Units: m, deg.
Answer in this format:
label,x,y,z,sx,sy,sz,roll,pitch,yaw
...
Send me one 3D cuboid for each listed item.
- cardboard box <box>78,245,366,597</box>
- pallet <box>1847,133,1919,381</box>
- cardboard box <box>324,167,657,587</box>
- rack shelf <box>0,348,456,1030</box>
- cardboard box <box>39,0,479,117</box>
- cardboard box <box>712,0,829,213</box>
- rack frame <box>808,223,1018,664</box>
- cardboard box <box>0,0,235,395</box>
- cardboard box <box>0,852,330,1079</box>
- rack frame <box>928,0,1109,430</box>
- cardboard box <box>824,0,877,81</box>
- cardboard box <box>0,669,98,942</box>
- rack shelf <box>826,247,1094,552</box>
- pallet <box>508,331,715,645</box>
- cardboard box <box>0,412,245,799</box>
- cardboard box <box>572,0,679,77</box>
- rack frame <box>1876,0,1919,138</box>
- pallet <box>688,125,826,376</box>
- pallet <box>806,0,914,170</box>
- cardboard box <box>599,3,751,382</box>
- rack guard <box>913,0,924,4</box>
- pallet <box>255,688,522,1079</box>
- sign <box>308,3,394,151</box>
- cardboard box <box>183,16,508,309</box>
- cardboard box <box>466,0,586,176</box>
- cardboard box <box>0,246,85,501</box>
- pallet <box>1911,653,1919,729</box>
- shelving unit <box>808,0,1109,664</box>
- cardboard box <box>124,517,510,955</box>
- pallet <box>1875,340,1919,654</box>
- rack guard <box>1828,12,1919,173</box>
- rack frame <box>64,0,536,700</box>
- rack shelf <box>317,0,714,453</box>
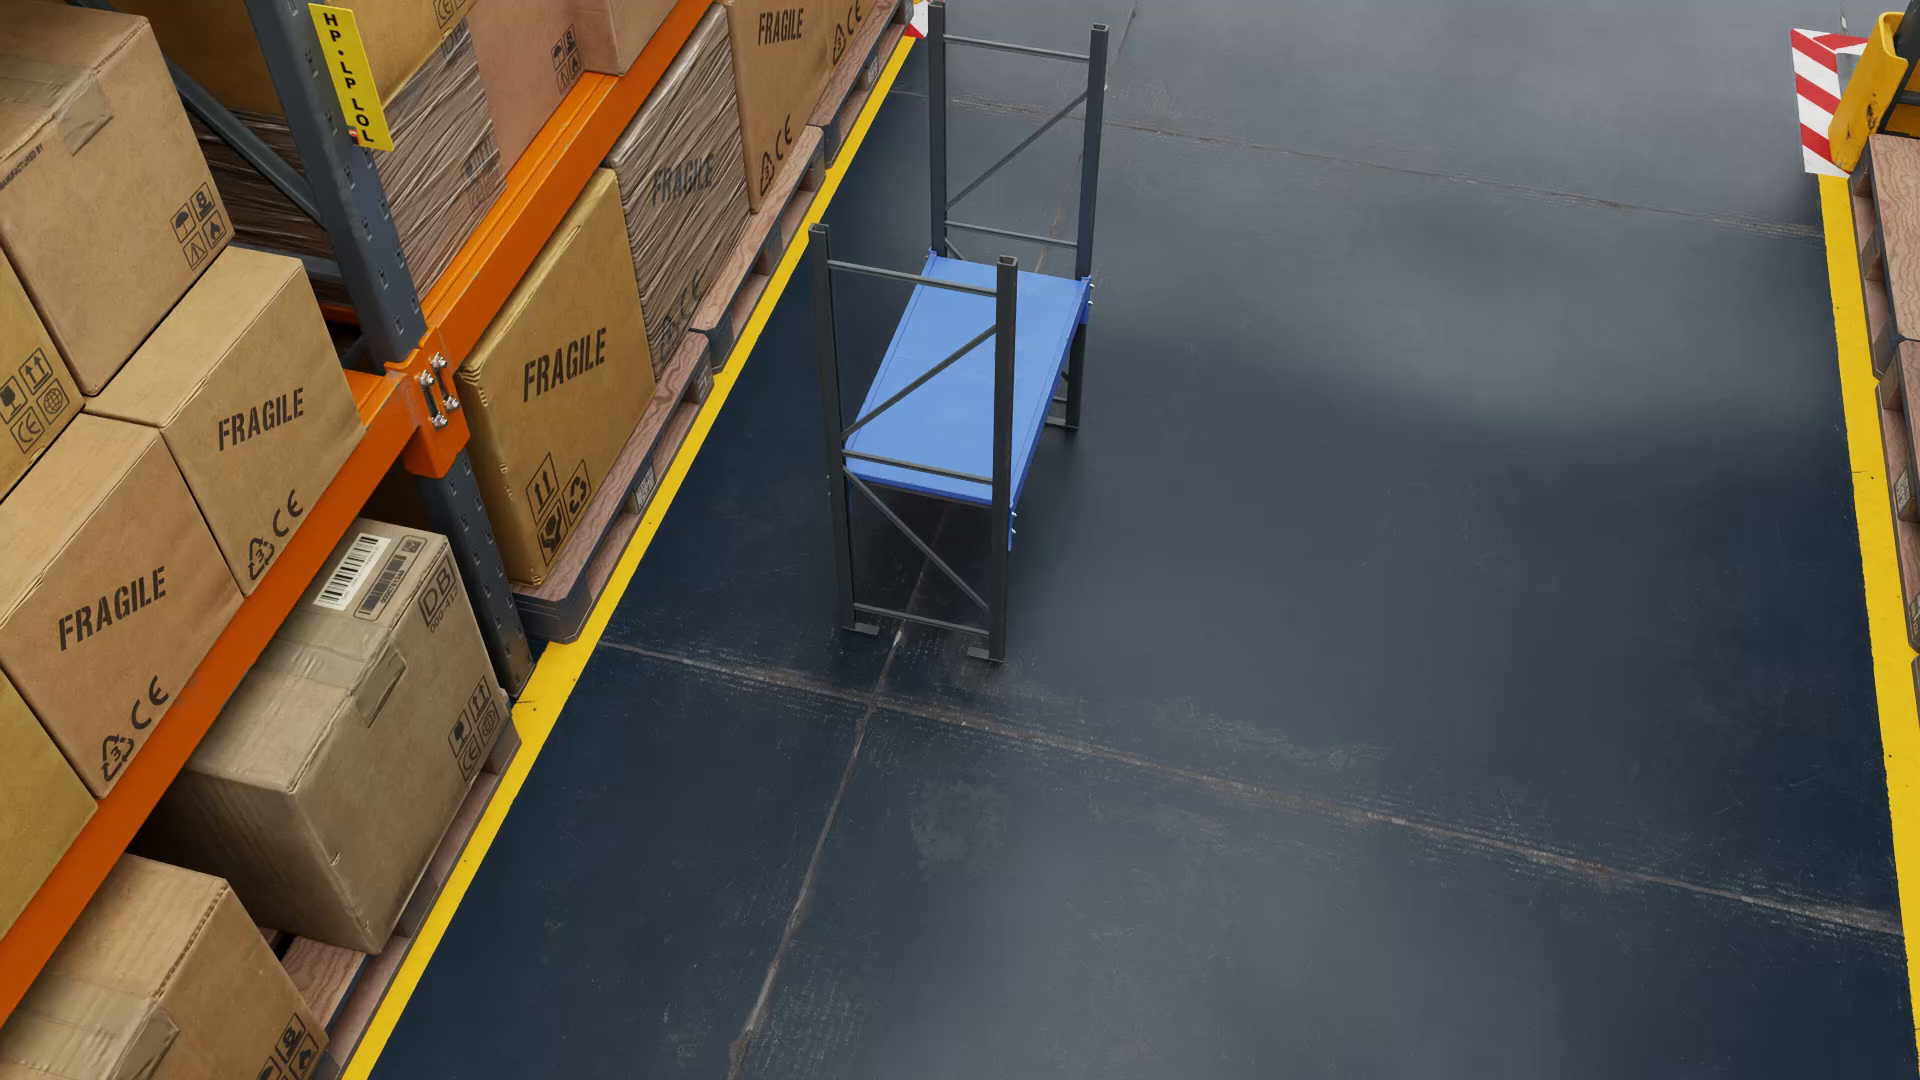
label,x,y,z,sx,sy,sz,roll,pitch,yaw
cardboard box,-1.631,-0.273,3.423,0.500,0.500,0.500,11,50,10
pallet,3.792,-0.953,5.950,1.003,0.211,1.213,12,50,10
cardboard box,-1.519,-0.547,4.869,0.875,0.875,0.875,12,50,11
rack shelf,-2.278,1.015,2.834,1.077,0.370,4.000,12,50,10
cardboard box,-1.622,-1.337,3.609,0.875,0.550,0.550,12,50,10
cardboard box,-1.043,-1.859,6.027,0.875,0.875,0.875,11,49,9
rack frame,-0.111,-0.190,4.418,0.500,1.500,0.032,12,50,10
cardboard box,-1.877,-0.674,3.110,0.700,0.500,0.500,11,49,9
cardboard box,-2.086,1.099,3.500,1.050,0.750,0.750,12,50,10
rack frame,0.156,-0.926,5.067,0.500,1.500,0.032,12,50,10
cardboard box,-0.814,-2.496,6.589,0.875,0.875,0.875,12,50,10
cardboard box,-1.897,0.458,2.778,0.500,0.500,0.500,12,50,10
rack shelf,0.022,-0.439,4.877,0.538,0.185,1.000,12,50,10
pallet,-1.476,-0.282,5.358,1.003,0.211,1.213,12,50,10
cardboard box,-1.764,0.093,3.101,0.500,0.500,0.500,11,50,10
cardboard box,-1.288,-1.758,4.701,0.875,0.550,0.550,12,50,10
rack frame,4.059,-2.511,5.466,1.000,3.000,0.127,12,50,10
pallet,-1.157,-1.167,6.139,1.003,0.211,1.213,12,50,10
pallet,-0.834,-2.047,6.916,1.003,0.211,1.213,12,50,10
cardboard box,-1.285,-1.200,5.445,0.875,0.875,0.875,12,50,10
rack guard,-0.693,-2.753,7.347,1.175,0.500,0.348,12,50,10
pallet,-1.882,0.826,4.380,1.003,0.211,1.213,12,50,10
sign,-1.226,-0.927,3.348,0.100,0.325,0.005,12,50,10
cardboard box,-1.666,-0.989,4.022,0.875,0.550,0.550,12,50,10
cardboard box,-1.543,-1.391,4.377,0.875,0.550,0.550,12,50,10
cardboard box,-2.010,-0.301,2.782,0.700,0.500,0.500,11,49,9
pallet,3.149,0.812,4.393,1.003,0.211,1.213,12,50,10
shelving unit,0.022,-0.558,4.742,0.538,1.500,1.048,12,50,10
cardboard box,-1.828,0.402,4.115,1.050,0.750,0.750,11,50,10
pallet,3.468,-0.073,5.174,1.003,0.211,1.213,12,50,10
rack guard,4.039,-1.629,6.354,1.175,0.500,0.348,12,50,10
rack frame,-1.752,-0.670,3.841,1.000,3.000,0.127,12,50,10
rack shelf,-1.225,-1.879,5.387,1.077,0.370,4.000,12,50,10
